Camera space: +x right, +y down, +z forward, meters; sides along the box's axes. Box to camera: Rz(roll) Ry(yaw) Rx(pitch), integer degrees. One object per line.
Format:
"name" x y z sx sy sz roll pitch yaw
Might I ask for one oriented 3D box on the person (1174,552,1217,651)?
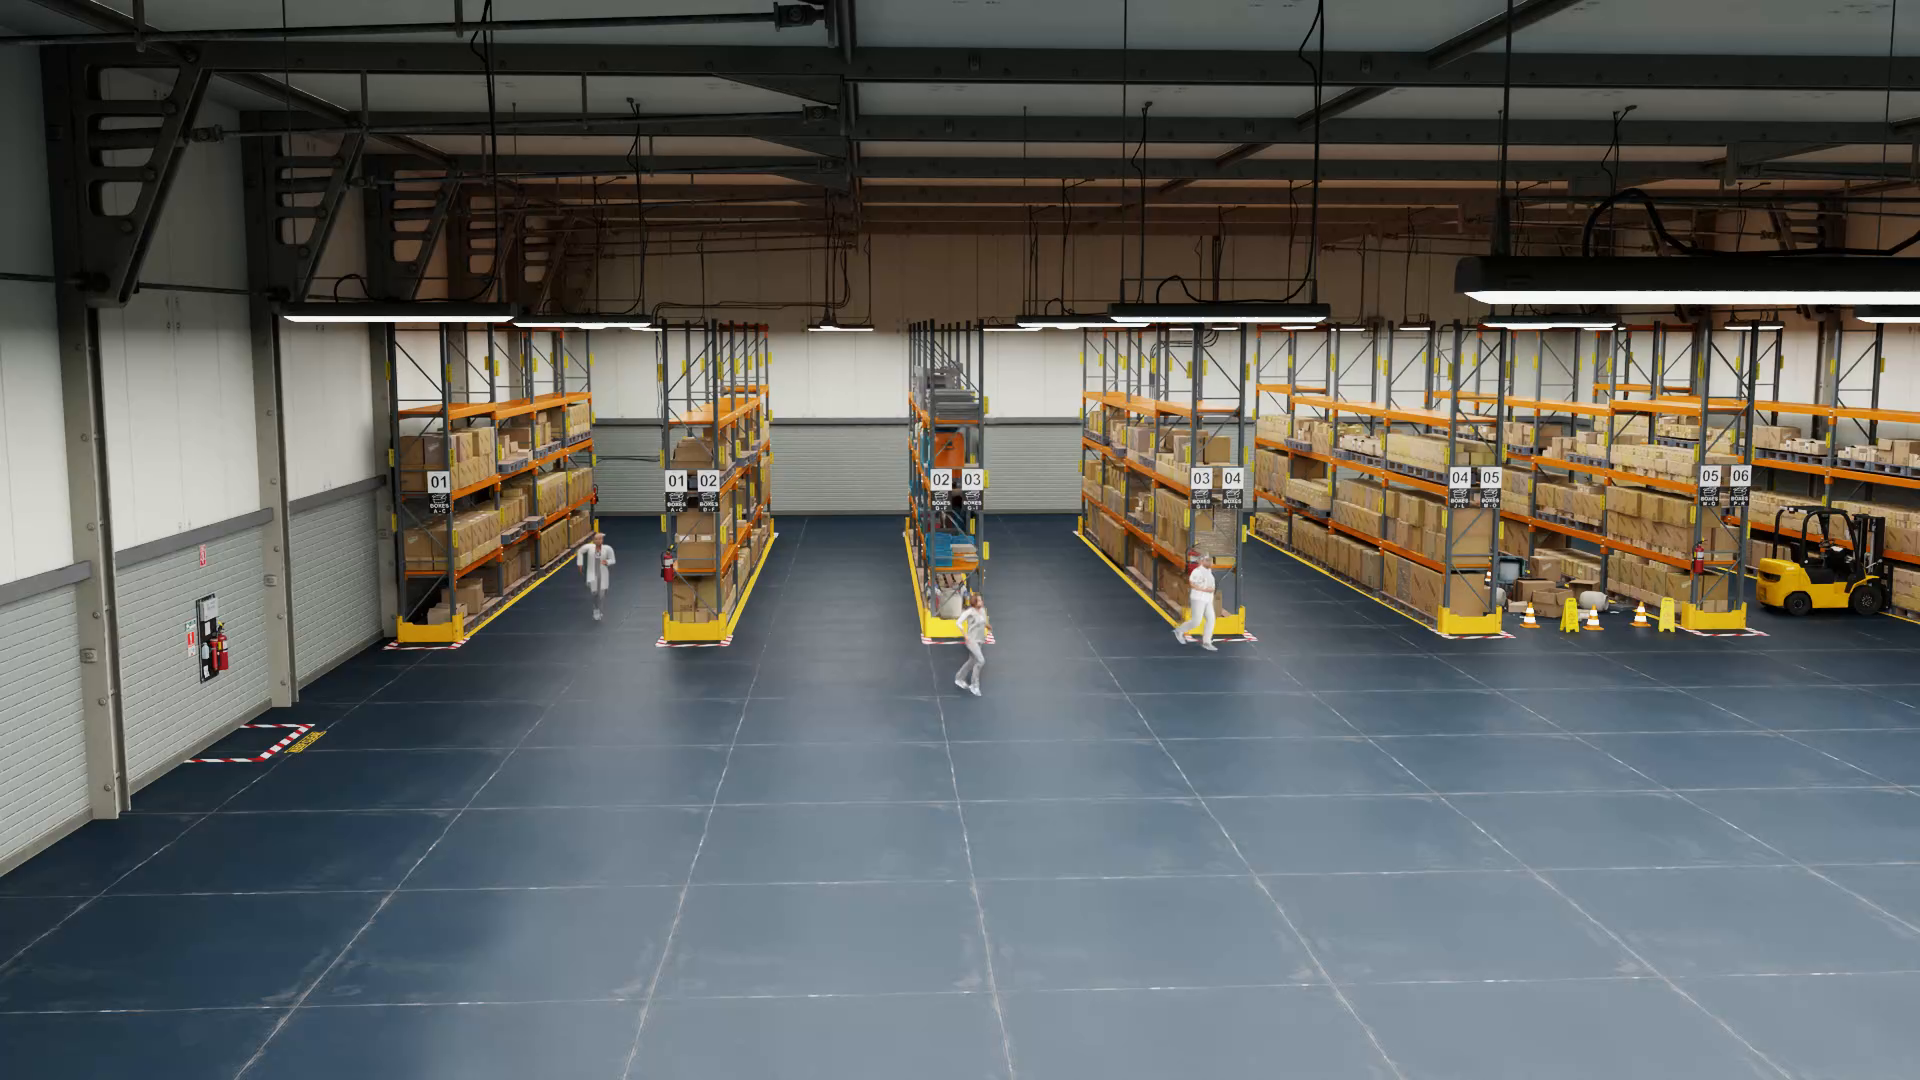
"person" 4.400 1.104 30.465 0.863 1.788 0.670 6 9 42

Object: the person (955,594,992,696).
"person" 0.206 1.672 26.572 0.671 1.655 0.547 5 8 32

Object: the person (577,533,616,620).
"person" -7.282 0.727 33.347 0.747 1.749 0.868 -2 7 -14
